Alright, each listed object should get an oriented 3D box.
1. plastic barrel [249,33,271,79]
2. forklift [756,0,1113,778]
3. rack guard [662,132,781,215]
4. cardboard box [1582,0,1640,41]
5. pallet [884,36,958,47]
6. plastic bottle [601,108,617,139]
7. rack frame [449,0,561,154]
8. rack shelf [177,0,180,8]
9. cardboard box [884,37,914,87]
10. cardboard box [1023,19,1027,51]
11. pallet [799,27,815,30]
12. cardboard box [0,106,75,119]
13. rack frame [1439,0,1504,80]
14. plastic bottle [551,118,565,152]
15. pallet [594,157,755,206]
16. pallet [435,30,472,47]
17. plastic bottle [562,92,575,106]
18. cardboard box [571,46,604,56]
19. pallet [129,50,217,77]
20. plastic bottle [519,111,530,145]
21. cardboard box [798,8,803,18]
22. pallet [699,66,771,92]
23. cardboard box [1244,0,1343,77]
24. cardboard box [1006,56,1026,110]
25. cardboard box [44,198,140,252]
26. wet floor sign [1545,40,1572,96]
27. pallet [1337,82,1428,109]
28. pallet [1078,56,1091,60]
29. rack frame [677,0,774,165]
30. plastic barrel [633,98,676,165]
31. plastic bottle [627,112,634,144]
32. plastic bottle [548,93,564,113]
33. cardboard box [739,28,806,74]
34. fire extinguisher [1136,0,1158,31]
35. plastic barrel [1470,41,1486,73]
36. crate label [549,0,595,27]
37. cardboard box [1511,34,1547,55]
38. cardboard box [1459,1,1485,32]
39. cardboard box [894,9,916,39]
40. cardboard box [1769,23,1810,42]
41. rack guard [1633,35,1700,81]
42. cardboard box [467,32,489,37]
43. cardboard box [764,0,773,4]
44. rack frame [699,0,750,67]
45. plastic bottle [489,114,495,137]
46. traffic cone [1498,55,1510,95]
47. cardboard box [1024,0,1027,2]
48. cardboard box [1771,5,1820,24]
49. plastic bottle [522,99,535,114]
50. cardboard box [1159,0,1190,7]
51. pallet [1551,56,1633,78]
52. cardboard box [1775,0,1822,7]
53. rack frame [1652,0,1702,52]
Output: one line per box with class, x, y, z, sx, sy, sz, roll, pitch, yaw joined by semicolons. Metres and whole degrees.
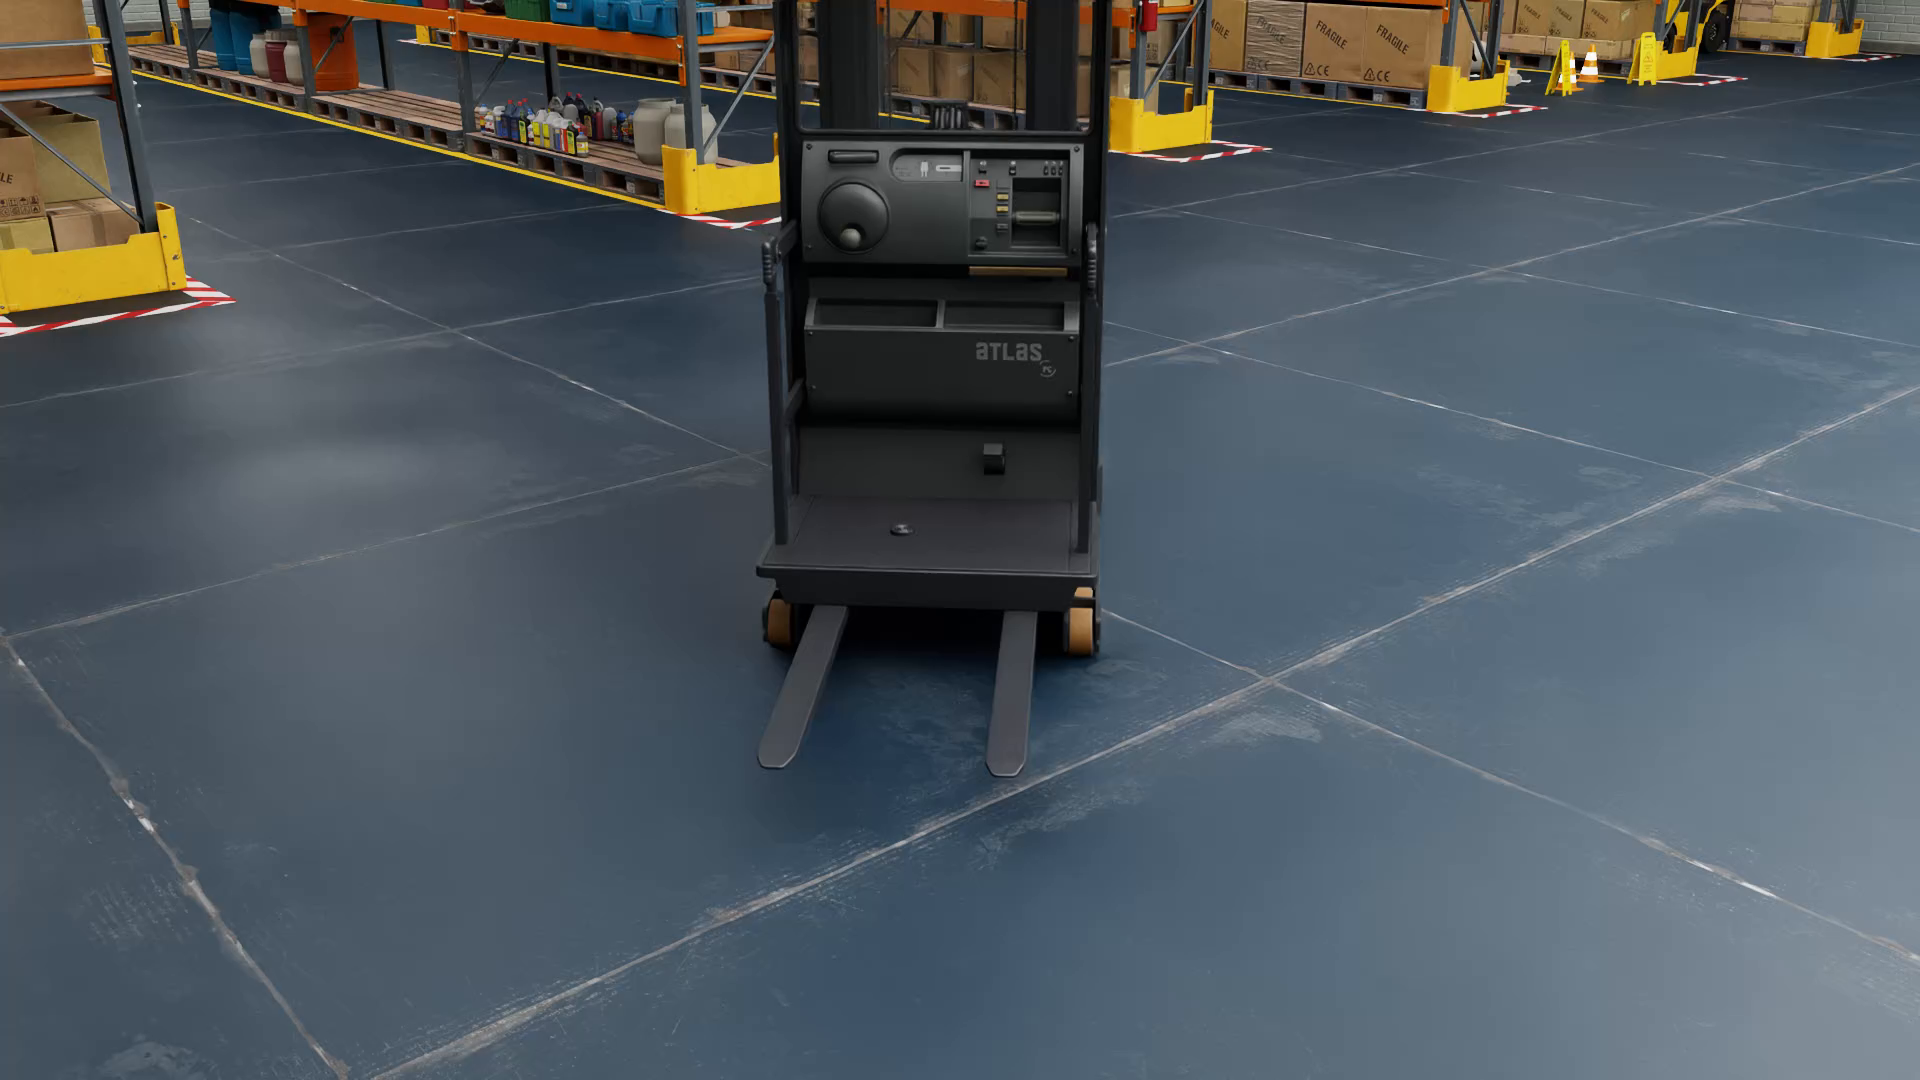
plastic barrel;-8.443;-5.921;20.324;0.421;0.512;0.421;0;21;0
forklift;-0.074;-1.104;5.285;1.130;2.935;3.031;2;21;4
rack guard;-1.800;-2.942;13.309;1.175;0.500;0.348;-17;27;-37
cardboard box;8.824;-7.058;22.557;0.500;0.500;0.500;-17;27;-37
pallet;-0.662;-7.893;26.346;1.003;0.211;1.213;-17;27;-37
plastic bottle;-3.248;-3.840;15.307;0.152;0.276;0.135;-17;27;-36
rack frame;-4.326;-5.201;15.650;1.000;3.000;0.127;-17;27;-37
rack shelf;-10.853;-7.629;22.835;1.077;0.370;4.000;-17;27;-37
cardboard box;-0.958;-5.596;19.482;0.500;0.500;0.700;20;29;41
cardboard box;1.541;-7.356;23.660;1.050;0.750;0.750;-17;27;-37
pallet;-2.437;-8.622;28.208;1.003;0.211;1.213;-17;27;-37
cardboard box;-6.315;-2.656;11.318;0.500;0.500;0.500;-17;27;-37
rack frame;5.861;-6.428;18.782;1.000;3.000;0.127;-17;27;-37
plastic bottle;-3.480;-3.550;14.566;0.152;0.276;0.135;-18;28;-39
pallet;-2.326;-3.033;13.938;1.003;0.211;1.213;-17;27;-37
pallet;-7.826;-8.195;27.117;1.003;0.211;1.213;-17;27;-37
plastic bottle;-3.687;-4.063;15.774;0.144;0.351;0.185;-18;28;-39
cardboard box;-4.779;-7.378;23.545;1.225;0.875;0.875;-19;28;-39
pallet;-10.858;-6.644;23.158;1.003;0.211;1.213;-17;27;-37
plastic bottle;-3.914;-3.712;14.968;0.061;0.283;0.133;-16;26;-35
cardboard box;-2.605;-8.833;27.848;0.380;0.149;0.250;-19;28;-40
pallet;-2.676;-5.971;21.438;1.003;0.211;1.213;-17;27;-37
cardboard box;4.199;-6.301;20.795;0.875;0.875;0.875;-17;27;-37
cardboard box;0.832;-4.818;17.523;0.500;0.500;0.500;-14;26;-33
cardboard box;-5.651;-2.034;10.759;0.500;0.250;0.500;-17;27;-37
wet floor sign;7.380;-5.795;20.394;0.232;0.644;0.267;17;27;36
pallet;5.280;-5.332;19.807;1.003;0.211;1.213;-17;27;-37
pallet;1.888;-6.767;23.472;1.003;0.211;1.213;-17;27;-37
rack frame;-1.715;-4.096;12.828;1.000;3.000;0.127;-17;27;-37
plastic barrel;-2.530;-3.435;13.977;0.421;0.512;0.421;0;21;0
plastic bottle;-2.951;-3.728;15.026;0.097;0.271;0.097;0;21;0
plastic bottle;-3.796;-4.029;15.686;0.144;0.351;0.185;-17;27;-37
cardboard box;-2.360;-6.196;21.013;0.500;0.500;0.700;20;29;41
fire extinguisher;1.763;-5.098;15.492;0.296;0.674;0.183;-17;27;-37
plastic barrel;7.050;-6.645;22.869;0.512;0.421;0.421;0;21;-1
crate label;-3.121;-4.556;13.956;0.502;0.435;0.616;-17;27;-37
cardboard box;8.135;-6.997;23.429;0.500;0.250;0.500;-19;28;-39
cardboard box;7.473;-7.631;24.021;0.500;0.500;0.500;-16;27;-35
cardboard box;-0.682;-8.076;25.841;0.500;0.500;0.500;-19;28;-40
cardboard box;12.757;-7.787;25.446;0.500;0.250;0.500;-17;27;-37
rack guard;9.495;-6.491;22.371;1.175;0.500;0.348;-17;27;-37
cardboard box;-7.334;-8.492;26.391;0.875;0.875;0.875;-17;27;-37
cardboard box;-3.123;-9.196;28.367;0.380;0.149;0.250;-19;28;-40
rack frame;-3.185;-7.485;21.482;1.000;3.000;0.127;-17;27;-37
plastic bottle;-4.317;-3.854;15.445;0.097;0.201;0.097;0;21;0
traffic cone;6.590;-5.731;20.482;0.336;0.463;0.334;-17;27;-37
cardboard box;0.866;-5.529;16.832;0.380;0.149;0.250;-17;27;-37
cardboard box;12.748;-8.025;25.368;0.500;0.250;0.500;-18;28;-38
plastic bottle;-4.004;-3.885;15.319;0.144;0.351;0.185;-17;27;-37
cardboard box;2.032;-5.293;16.230;0.380;0.149;0.250;-17;27;-37
pallet;8.992;-6.589;23.019;1.003;0.211;1.213;-17;27;-37
cardboard box;12.766;-8.250;25.259;0.500;0.250;0.500;-16;27;-36
rack frame;9.545;-7.634;21.862;1.000;3.000;0.127;-17;27;-37
